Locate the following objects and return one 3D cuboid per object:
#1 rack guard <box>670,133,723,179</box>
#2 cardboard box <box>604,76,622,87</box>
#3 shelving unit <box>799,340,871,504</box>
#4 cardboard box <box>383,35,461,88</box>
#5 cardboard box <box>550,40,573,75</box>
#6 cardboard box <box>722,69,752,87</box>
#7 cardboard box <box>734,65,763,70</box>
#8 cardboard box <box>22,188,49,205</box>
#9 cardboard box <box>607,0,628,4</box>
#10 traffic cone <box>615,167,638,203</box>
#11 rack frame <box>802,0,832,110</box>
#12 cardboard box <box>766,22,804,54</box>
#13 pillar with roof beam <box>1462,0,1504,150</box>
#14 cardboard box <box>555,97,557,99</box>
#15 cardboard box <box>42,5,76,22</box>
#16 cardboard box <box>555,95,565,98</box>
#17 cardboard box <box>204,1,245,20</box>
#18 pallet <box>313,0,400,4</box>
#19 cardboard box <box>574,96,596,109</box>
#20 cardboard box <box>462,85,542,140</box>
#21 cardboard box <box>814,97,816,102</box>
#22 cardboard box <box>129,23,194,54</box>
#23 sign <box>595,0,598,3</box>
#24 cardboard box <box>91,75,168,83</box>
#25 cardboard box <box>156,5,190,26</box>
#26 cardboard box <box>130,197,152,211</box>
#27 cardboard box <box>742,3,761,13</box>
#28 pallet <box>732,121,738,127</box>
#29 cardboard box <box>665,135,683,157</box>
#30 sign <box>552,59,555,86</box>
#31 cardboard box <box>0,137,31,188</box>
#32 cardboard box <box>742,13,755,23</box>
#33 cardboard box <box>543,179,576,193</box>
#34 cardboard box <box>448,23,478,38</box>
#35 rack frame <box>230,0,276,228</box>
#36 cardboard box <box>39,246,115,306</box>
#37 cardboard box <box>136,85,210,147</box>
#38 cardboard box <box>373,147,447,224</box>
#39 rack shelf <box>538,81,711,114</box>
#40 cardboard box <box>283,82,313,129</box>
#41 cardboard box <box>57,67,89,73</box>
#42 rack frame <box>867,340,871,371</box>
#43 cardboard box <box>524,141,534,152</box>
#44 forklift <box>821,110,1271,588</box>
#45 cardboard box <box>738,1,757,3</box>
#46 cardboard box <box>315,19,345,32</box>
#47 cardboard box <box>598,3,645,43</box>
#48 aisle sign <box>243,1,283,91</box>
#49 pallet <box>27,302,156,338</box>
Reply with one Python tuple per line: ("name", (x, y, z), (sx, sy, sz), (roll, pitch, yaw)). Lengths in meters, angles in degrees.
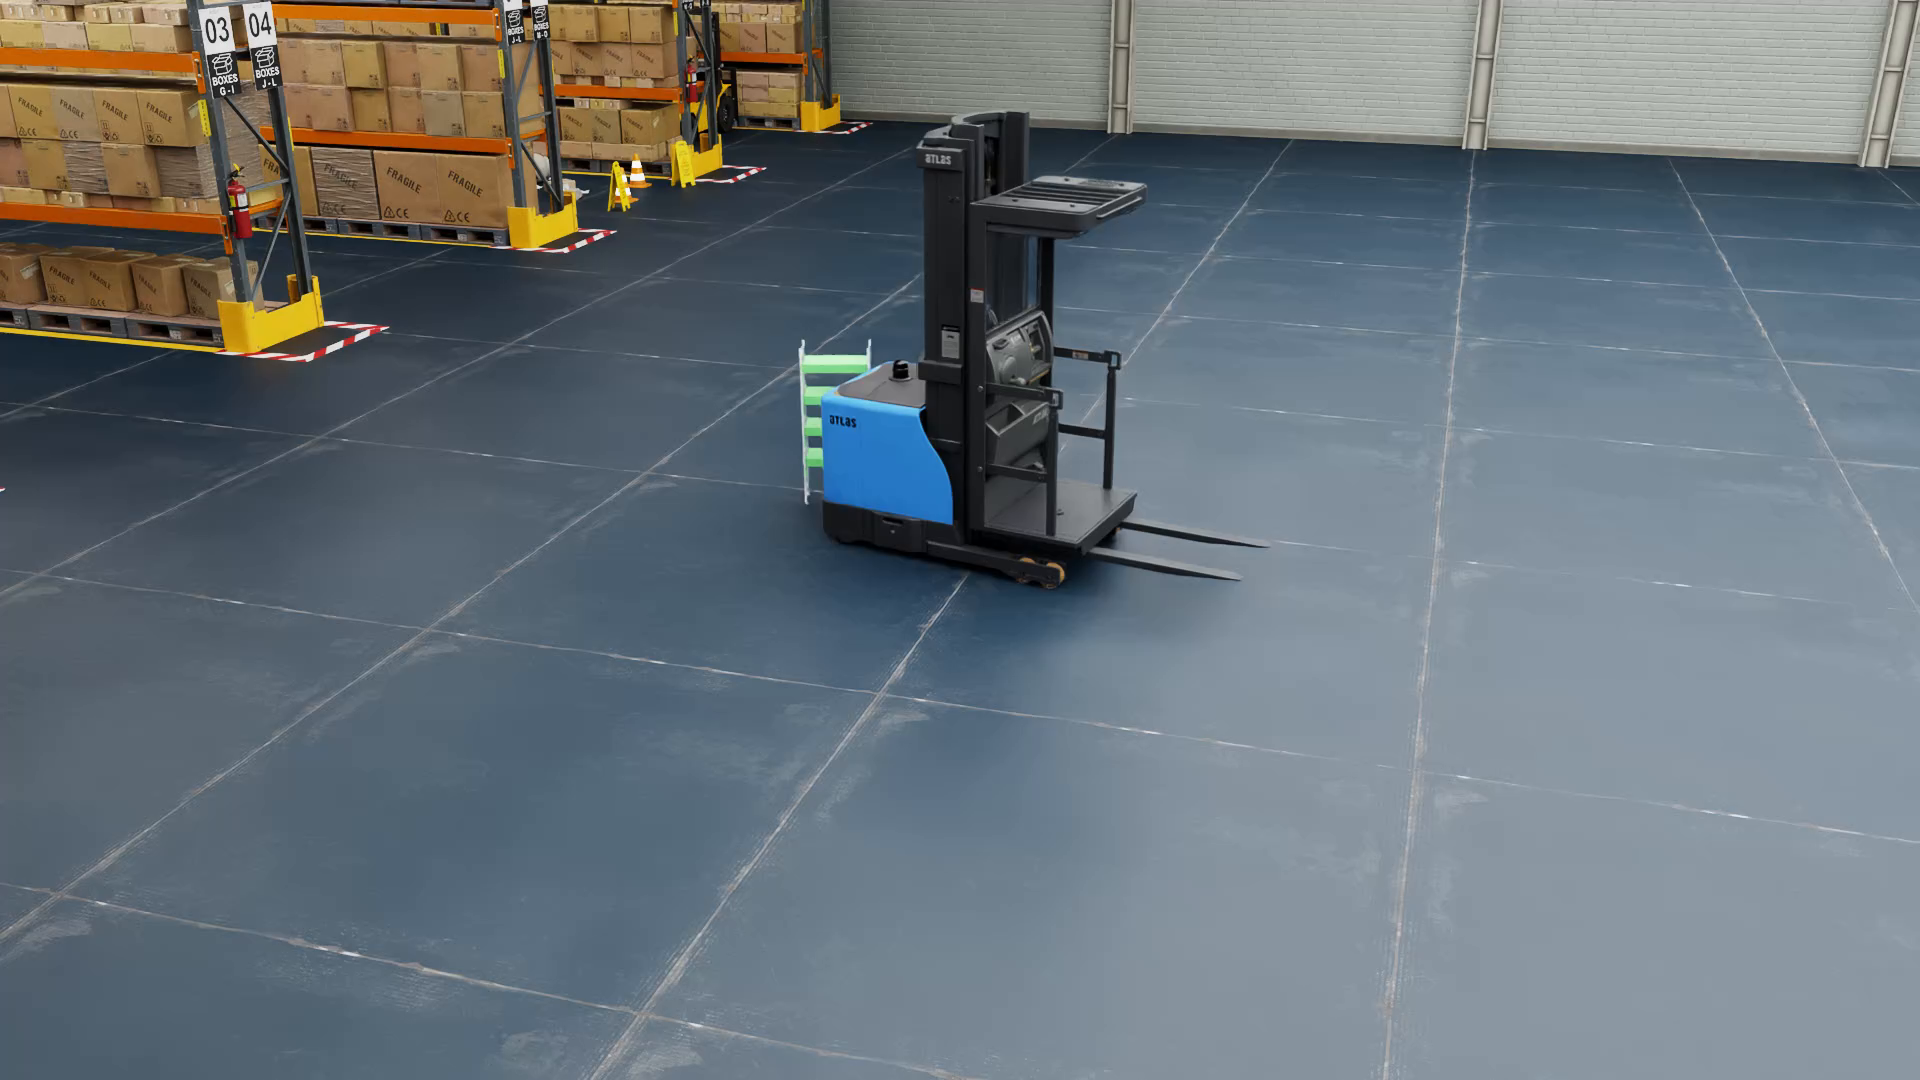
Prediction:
("rack guard", (-4.023, -5.874, 25.431), (0.348, 0.500, 1.175), (7, 23, 16))
("cardboard box", (-5.139, -6.910, 24.993), (0.250, 0.149, 0.380), (7, 23, 16))
("shelving unit", (-0.906, -0.869, 12.307), (0.503, 1.200, 0.258), (0, 22, 0))
("cardboard box", (-6.678, -5.974, 20.760), (0.550, 0.550, 0.875), (7, 23, 16))
("cardboard box", (-5.985, -7.340, 25.189), (0.500, 0.500, 0.500), (7, 23, 16))
("cardboard box", (-4.028, -8.253, 29.690), (0.500, 0.250, 0.500), (7, 23, 16))
("cardboard box", (-3.881, -8.444, 30.156), (0.500, 0.250, 0.500), (6, 23, 15))
("cardboard box", (-9.084, -3.451, 16.562), (0.250, 0.149, 0.380), (7, 23, 16))
("cardboard box", (-6.130, -9.606, 29.856), (0.250, 0.149, 0.380), (7, 23, 17))
("traffic cone", (-4.730, -4.986, 23.316), (0.334, 0.463, 0.336), (7, 23, 16))
("rack frame", (-2.520, -8.826, 29.334), (0.127, 3.000, 1.000), (7, 23, 16))
("cardboard box", (-3.067, -8.831, 29.214), (0.500, 0.500, 0.500), (6, 23, 14))
("pillar with roof beam", (7.319, -9.126, 22.159), (0.400, 9.000, 9.100), (7, 23, 16))
("cardboard box", (-6.648, -6.707, 26.250), (0.500, 0.500, 0.500), (7, 23, 16))
("cardboard box", (-8.412, -4.987, 15.694), (0.250, 0.149, 0.380), (5, 23, 13))
("cardboard box", (-7.593, -8.501, 31.117), (0.625, 0.625, 0.875), (6, 23, 15))
("cardboard box", (-7.010, -5.038, 15.820), (0.250, 0.149, 0.380), (6, 23, 15))
("pallet", (-7.168, -6.770, 20.486), (1.213, 0.211, 1.003), (7, 23, 16))
("cardboard box", (-5.655, -6.658, 25.277), (0.250, 0.149, 0.380), (8, 23, 18))
("cardboard box", (-5.652, -5.306, 20.555), (0.550, 0.550, 0.875), (7, 23, 16))
("cardboard box", (-2.934, -7.873, 30.080), (0.500, 0.250, 0.500), (7, 23, 16))
("cardboard box", (-7.348, -4.700, 15.521), (0.500, 0.250, 0.500), (7, 23, 17))
("sign", (-6.497, -9.565, 29.715), (0.005, 0.325, 0.100), (7, 23, 16))
("cardboard box", (-8.216, -4.339, 16.554), (0.500, 0.500, 0.500), (7, 23, 16))
("cardboard box", (-7.169, -4.841, 15.340), (0.250, 0.149, 0.380), (7, 23, 16))
("cardboard box", (-7.874, -3.331, 16.268), (0.250, 0.149, 0.380), (7, 23, 16))
("cardboard box", (-3.644, -9.361, 29.261), (0.250, 0.149, 0.380), (7, 23, 16))
("pallet", (-4.429, -7.739, 30.358), (1.213, 0.211, 1.003), (7, 23, 15))
("cardboard box", (-4.643, -6.133, 25.839), (0.500, 0.250, 0.500), (6, 23, 15))
("sign", (-5.117, -5.851, 20.835), (0.005, 0.325, 0.100), (7, 23, 16))
("cardboard box", (-9.253, -3.886, 16.768), (0.500, 0.500, 0.875), (7, 23, 16))
("cardboard box", (-3.651, -9.208, 29.278), (0.250, 0.149, 0.380), (6, 23, 15))
("cardboard box", (-5.788, -5.113, 24.038), (0.380, 0.149, 0.250), (-20, 29, -39))
("cardboard box", (-7.421, -7.980, 25.430), (0.500, 0.500, 0.700), (6, 23, 15))
("rack frame", (-9.113, -5.651, 21.594), (0.127, 3.000, 1.000), (7, 23, 16))
("cardboard box", (-9.103, -2.740, 17.237), (0.500, 0.500, 0.500), (4, 23, 11))
("cardboard box", (-7.411, -4.038, 15.821), (0.500, 0.500, 0.500), (7, 23, 16))
("cardboard box", (-6.795, -4.570, 21.204), (0.875, 0.875, 0.875), (6, 23, 15))
("rack shelf", (-5.865, -6.908, 25.607), (4.000, 0.370, 1.077), (7, 23, 16))
("cardboard box", (-8.223, -5.632, 21.350), (0.550, 0.550, 0.875), (7, 23, 16))
("cardboard box", (-11.539, -6.435, 22.056), (0.500, 0.500, 0.700), (6, 23, 15))
("rack frame", (-0.662, -0.869, 12.307), (0.015, 1.200, 0.240), (0, 22, 0))
("cardboard box", (-6.779, -6.165, 25.918), (0.500, 0.250, 0.500), (8, 24, 19))
("forklift", (0.581, -1.267, 10.997), (3.031, 2.935, 1.130), (11, 25, 25))
("cardboard box", (-3.770, -9.541, 29.700), (0.250, 0.149, 0.380), (7, 23, 17))
("cardboard box", (-9.758, -7.976, 26.184), (0.500, 0.500, 0.500), (6, 23, 13))
("cardboard box", (-4.985, -7.703, 24.756), (0.500, 0.500, 0.700), (7, 23, 16))
("aisle sign", (-6.667, -4.726, 15.914), (0.004, 0.787, 0.394), (7, 23, 16))
("pallet", (-8.817, -2.376, 17.284), (1.213, 0.211, 1.003), (7, 23, 16))
